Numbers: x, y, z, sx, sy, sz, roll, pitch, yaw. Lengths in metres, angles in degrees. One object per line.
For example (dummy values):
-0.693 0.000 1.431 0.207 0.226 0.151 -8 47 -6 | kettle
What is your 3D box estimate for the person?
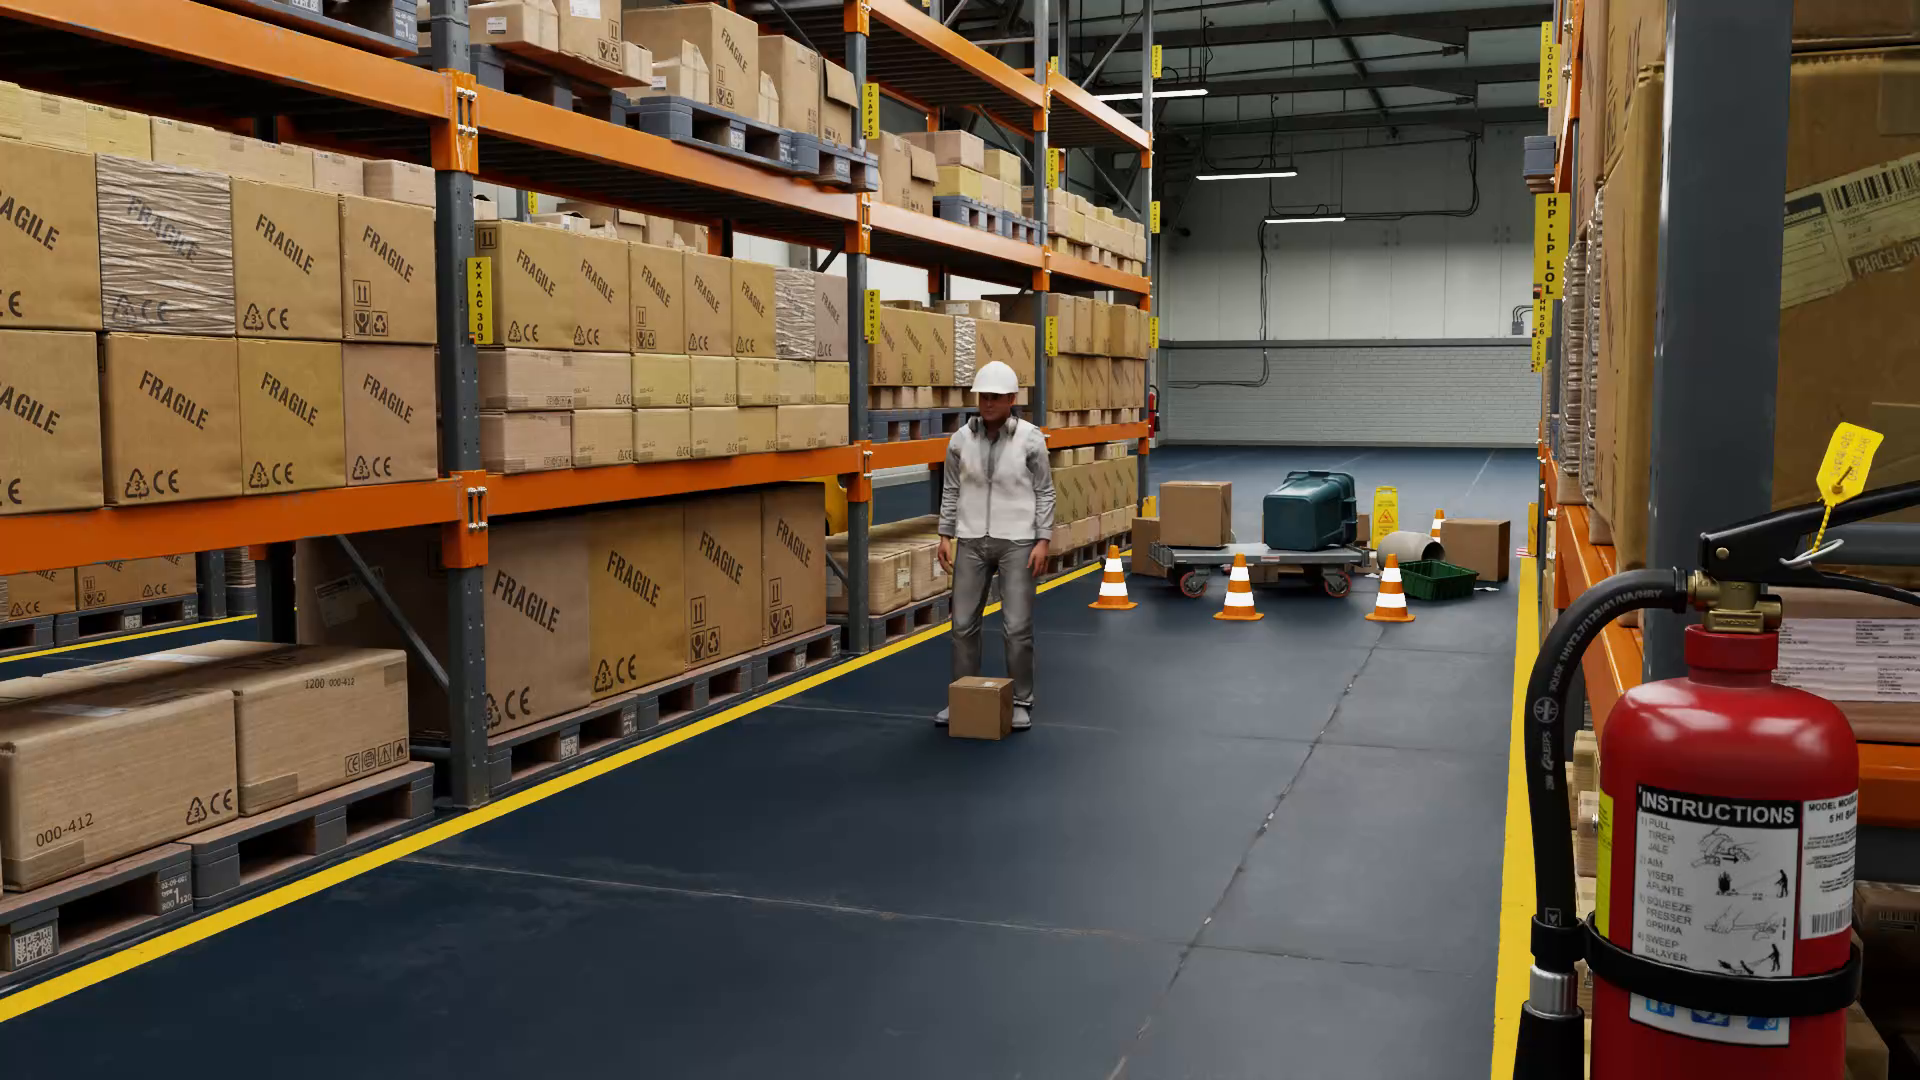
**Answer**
0.169 0.020 8.117 0.571 1.772 0.460 2 5 19 | person
